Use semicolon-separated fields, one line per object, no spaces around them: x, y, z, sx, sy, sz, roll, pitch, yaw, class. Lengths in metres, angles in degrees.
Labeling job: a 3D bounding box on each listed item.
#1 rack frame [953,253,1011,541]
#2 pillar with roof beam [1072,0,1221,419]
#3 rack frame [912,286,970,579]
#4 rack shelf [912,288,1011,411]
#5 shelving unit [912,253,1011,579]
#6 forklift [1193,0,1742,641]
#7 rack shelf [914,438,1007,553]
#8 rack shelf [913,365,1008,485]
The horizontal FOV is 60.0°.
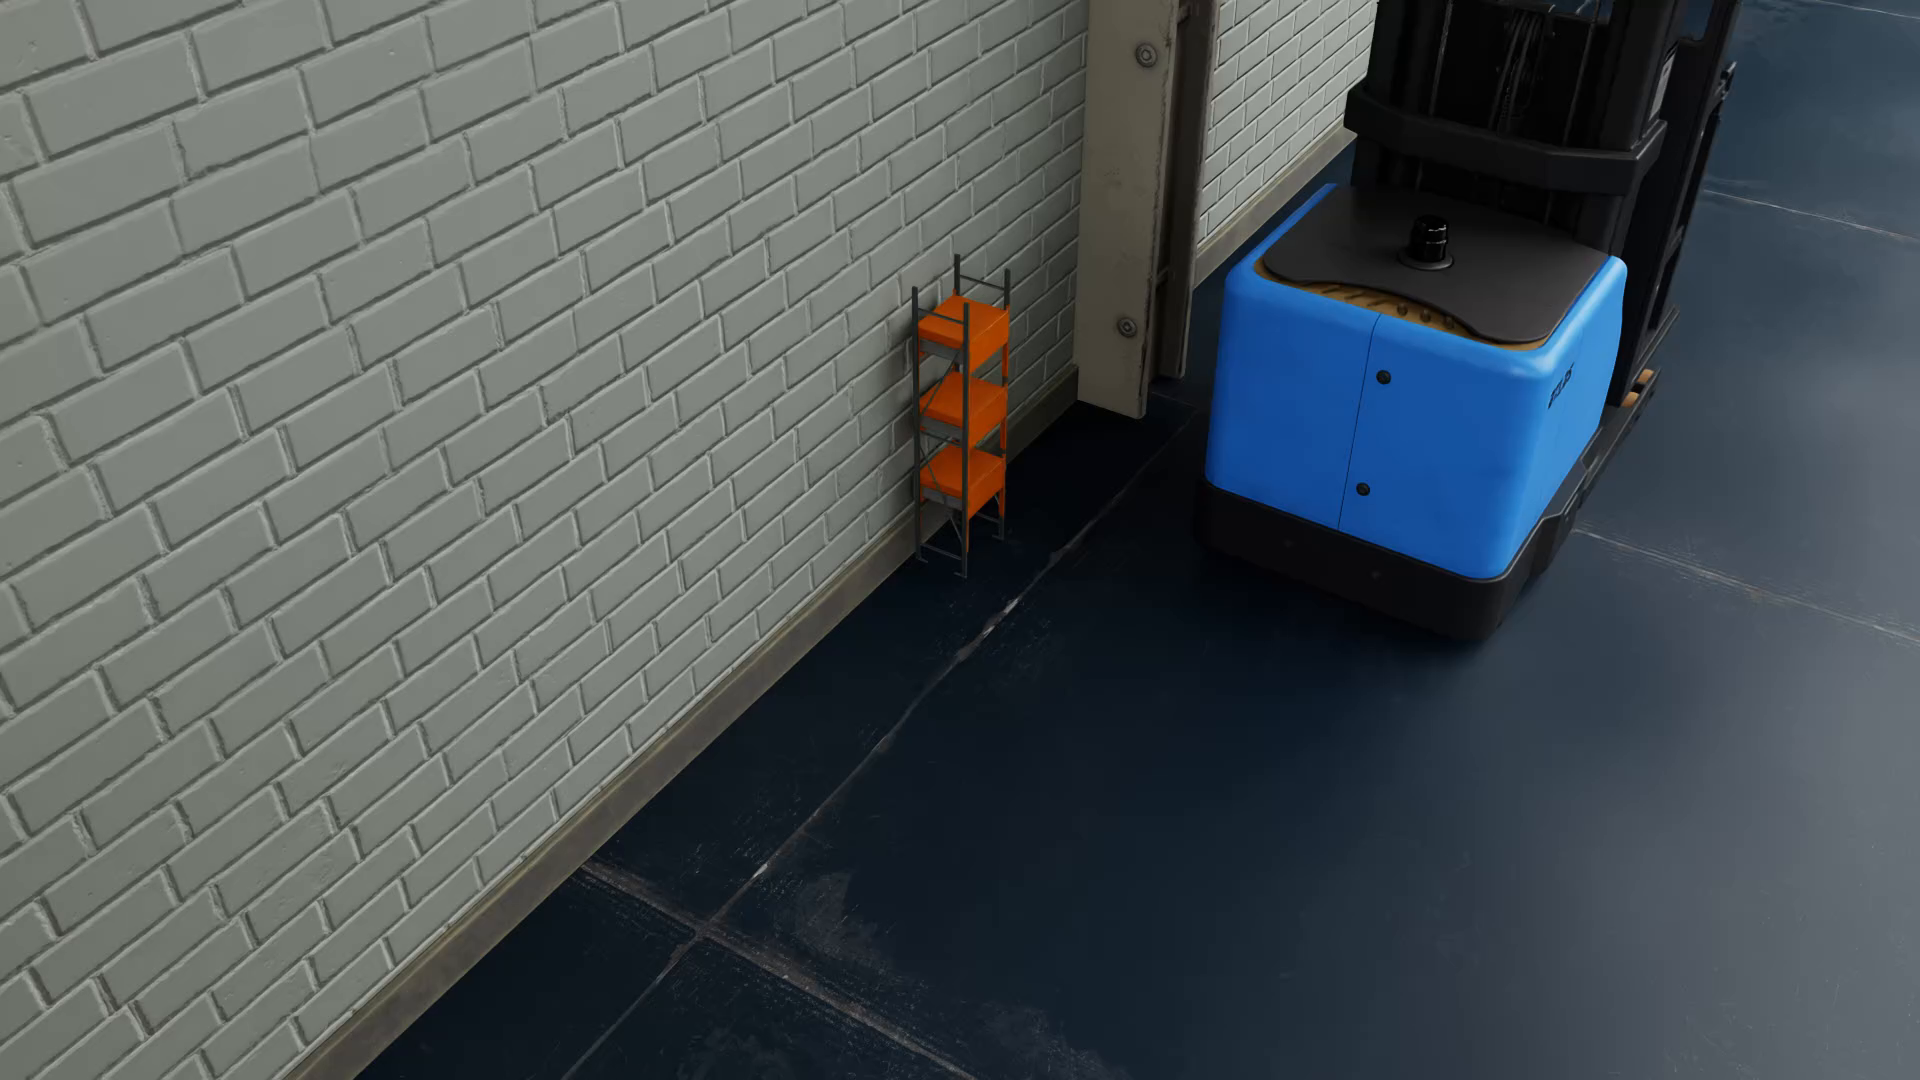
0.067;-0.446;5.468;0.200;1.050;0.008;21;42;24;rack frame
4.296;-2.768;1.969;9.100;9.000;0.400;21;42;25;pillar with roof beam
-0.061;-0.319;5.303;0.200;1.050;0.008;21;42;24;rack frame
0.004;-0.599;5.218;0.215;0.259;0.240;21;42;24;rack shelf
0.003;-0.383;5.385;0.215;1.050;0.252;21;42;24;shelving unit
2.029;-1.707;5.564;1.130;2.935;3.031;22;43;26;forklift
0.001;-0.155;5.562;0.215;0.259;0.240;21;42;24;rack shelf
0.003;-0.374;5.392;0.215;0.259;0.240;21;42;24;rack shelf
